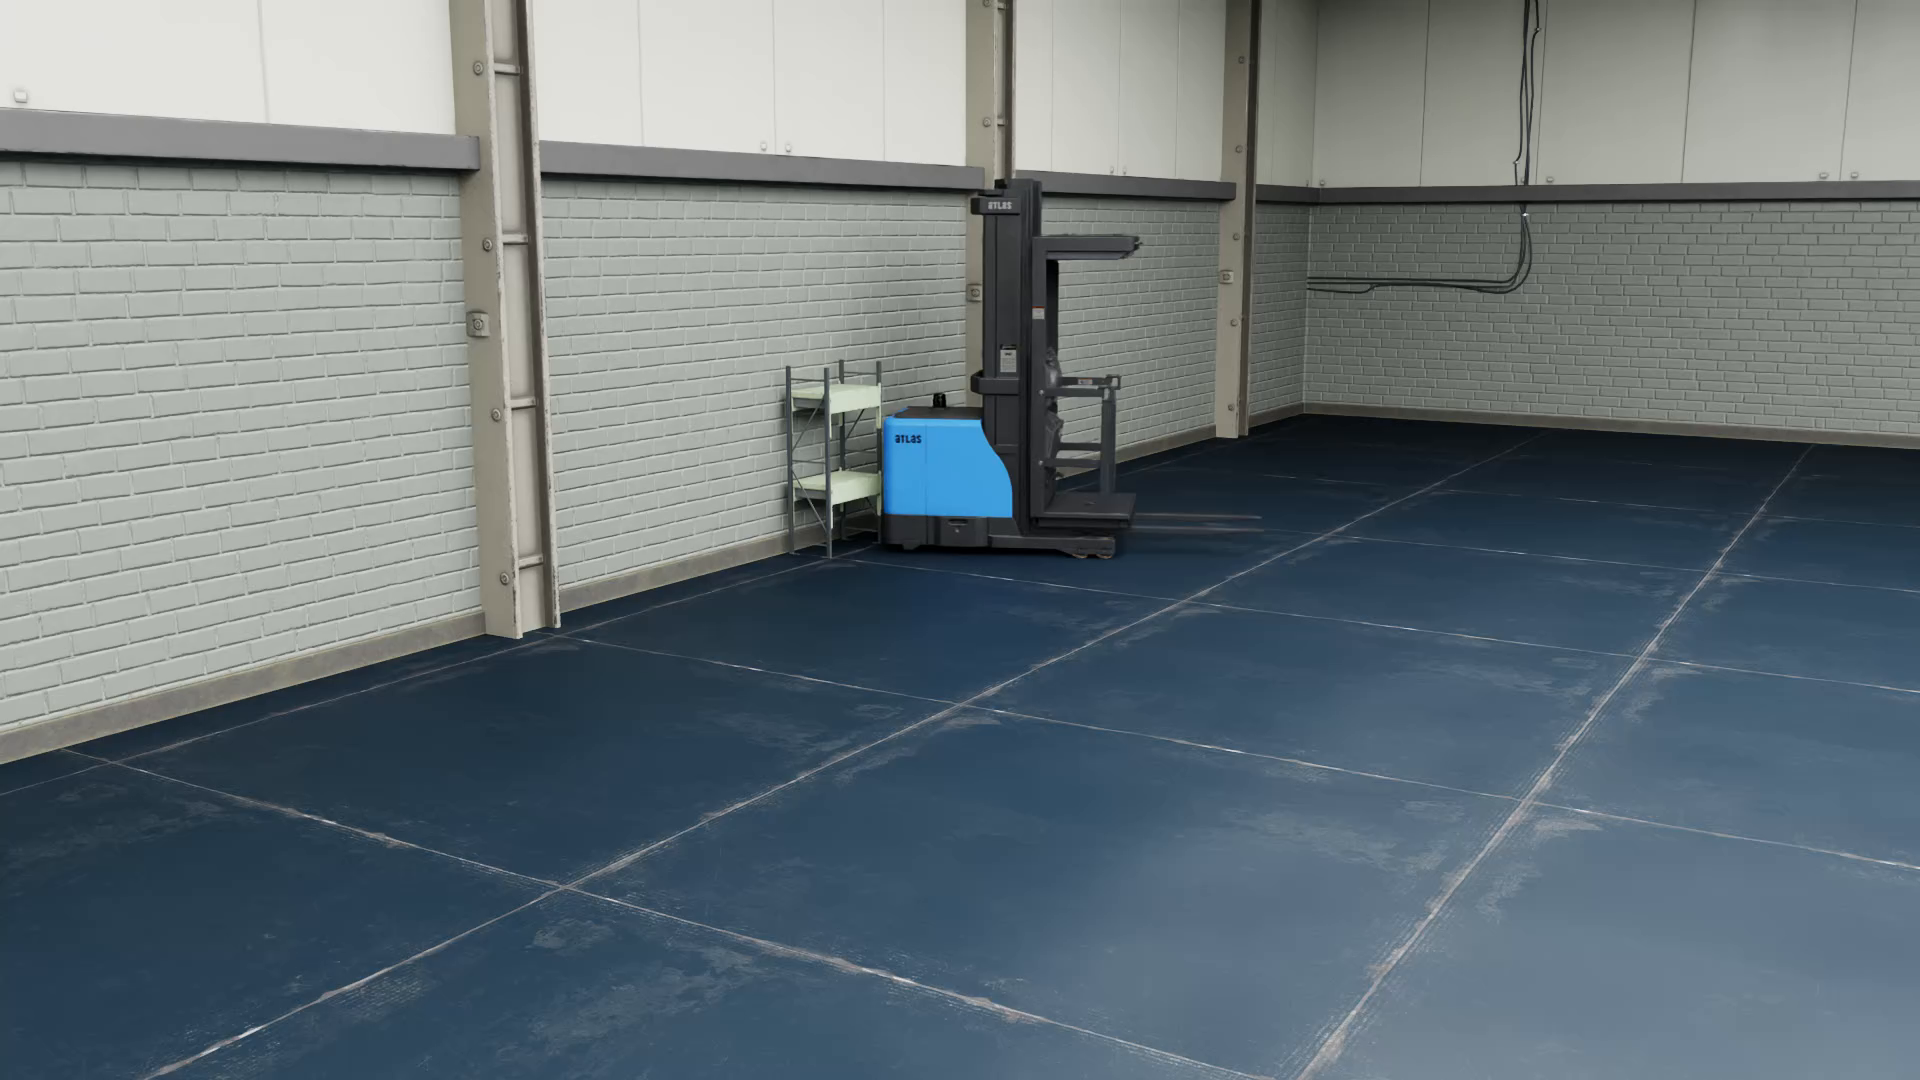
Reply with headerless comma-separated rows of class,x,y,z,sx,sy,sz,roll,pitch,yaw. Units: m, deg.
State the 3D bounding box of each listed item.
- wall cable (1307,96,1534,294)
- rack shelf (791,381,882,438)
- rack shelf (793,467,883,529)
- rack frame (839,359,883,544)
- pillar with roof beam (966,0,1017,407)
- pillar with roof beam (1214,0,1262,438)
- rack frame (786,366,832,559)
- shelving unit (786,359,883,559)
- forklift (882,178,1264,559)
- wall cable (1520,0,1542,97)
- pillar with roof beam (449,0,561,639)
wall cable,6.055,-4.541,22.106,3.097,2.526,0.112,6,12,31
rack shelf,-1.000,-1.049,13.278,0.431,0.370,0.720,6,12,30
rack shelf,-1.000,-0.345,13.410,0.431,0.370,0.720,6,12,30
rack frame,-0.814,-0.724,13.659,0.400,1.500,0.023,6,12,30
pillar with roof beam,3.960,-4.375,12.783,9.100,9.000,0.400,6,12,31
pillar with roof beam,7.075,-5.319,17.823,9.100,9.000,0.400,6,12,31
rack frame,-1.186,-0.608,13.040,0.400,1.500,0.023,6,12,30
shelving unit,-1.000,-0.666,13.350,0.431,1.500,0.755,6,12,30
forklift,0.937,-1.394,13.352,3.031,2.935,1.130,2,11,8
wall cable,8.367,-6.765,20.261,3.097,2.526,0.112,6,12,31
pillar with roof beam,0.845,-3.431,7.743,9.100,9.000,0.400,6,12,31
